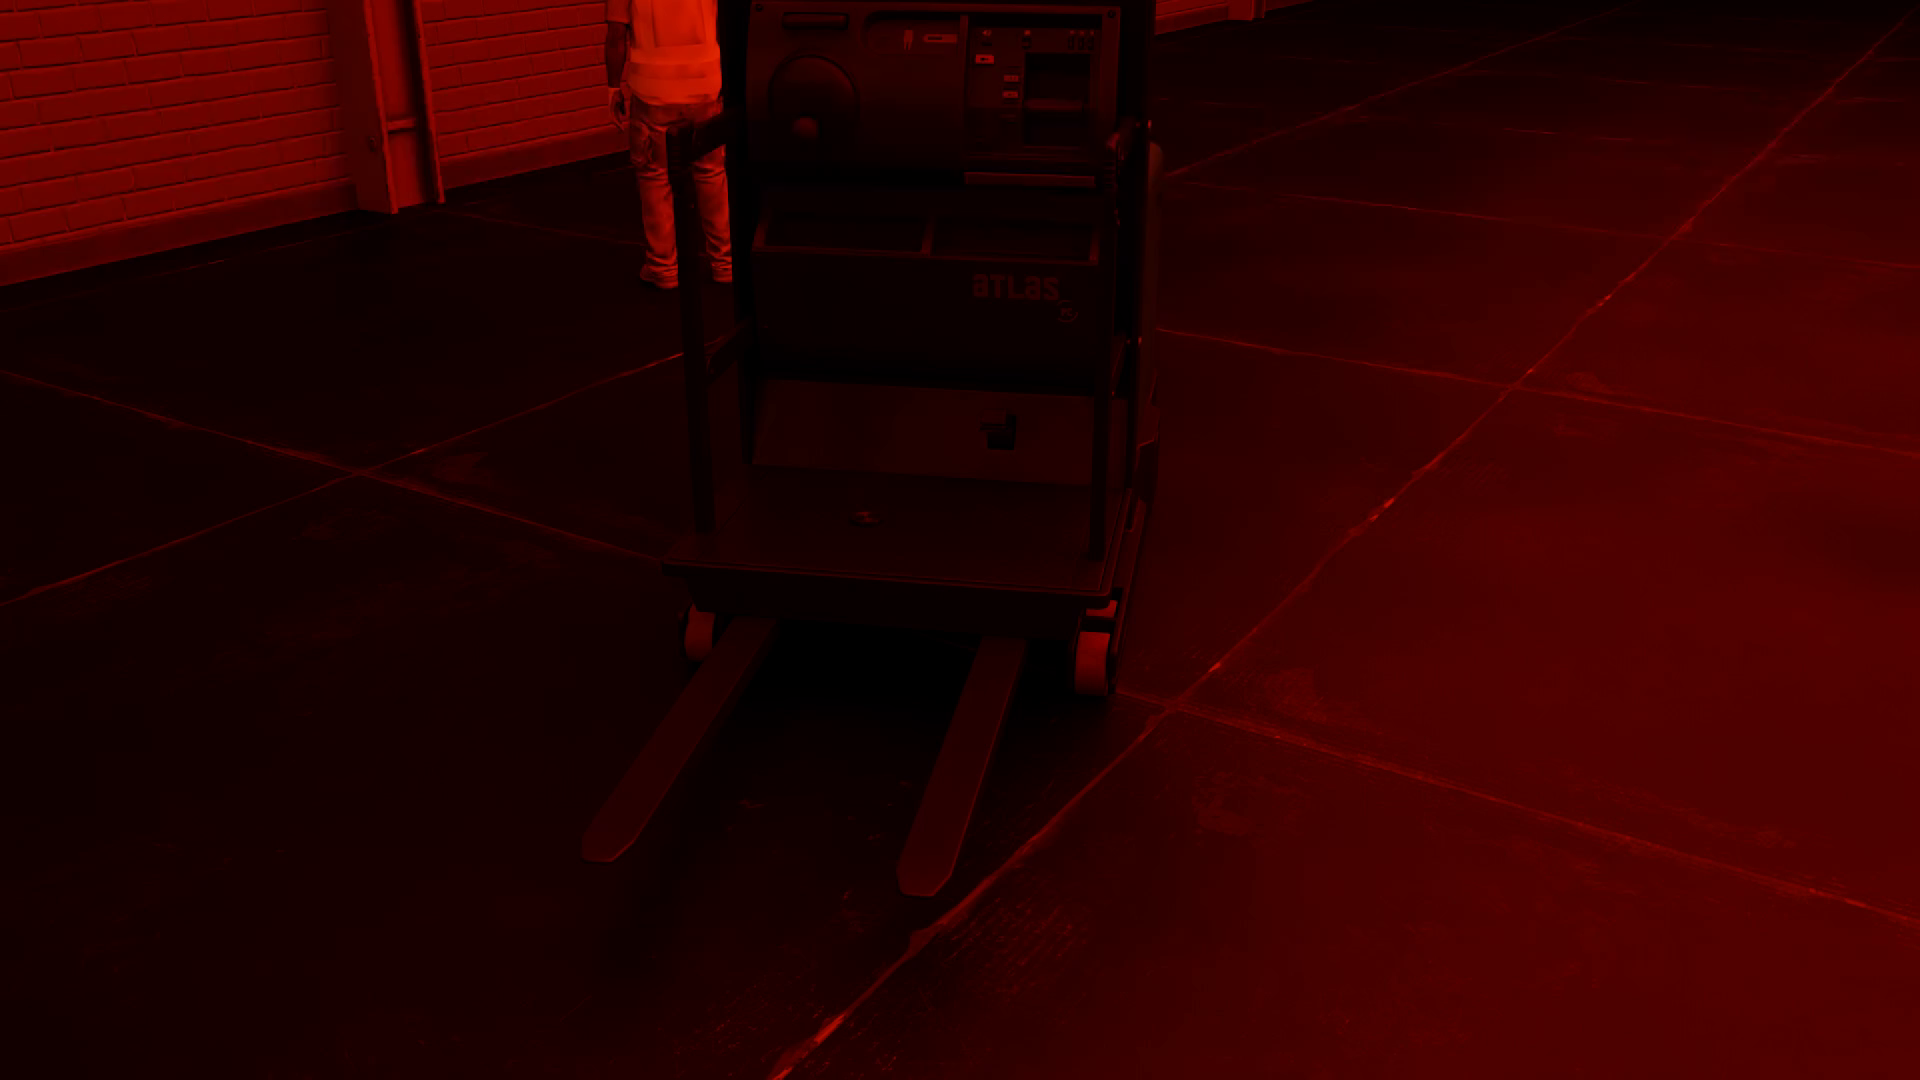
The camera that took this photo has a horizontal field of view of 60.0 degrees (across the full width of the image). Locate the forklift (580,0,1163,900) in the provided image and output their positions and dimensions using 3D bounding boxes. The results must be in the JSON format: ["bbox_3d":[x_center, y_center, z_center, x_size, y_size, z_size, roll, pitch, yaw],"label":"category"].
[{"bbox_3d":[-0.108,-1.111,3.912,1.130,2.935,3.031,4,24,9],"label":"forklift"}]

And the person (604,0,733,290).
[{"bbox_3d":[-1.304,-2.041,7.559,0.617,1.772,0.452,-10,25,-22],"label":"person"}]
